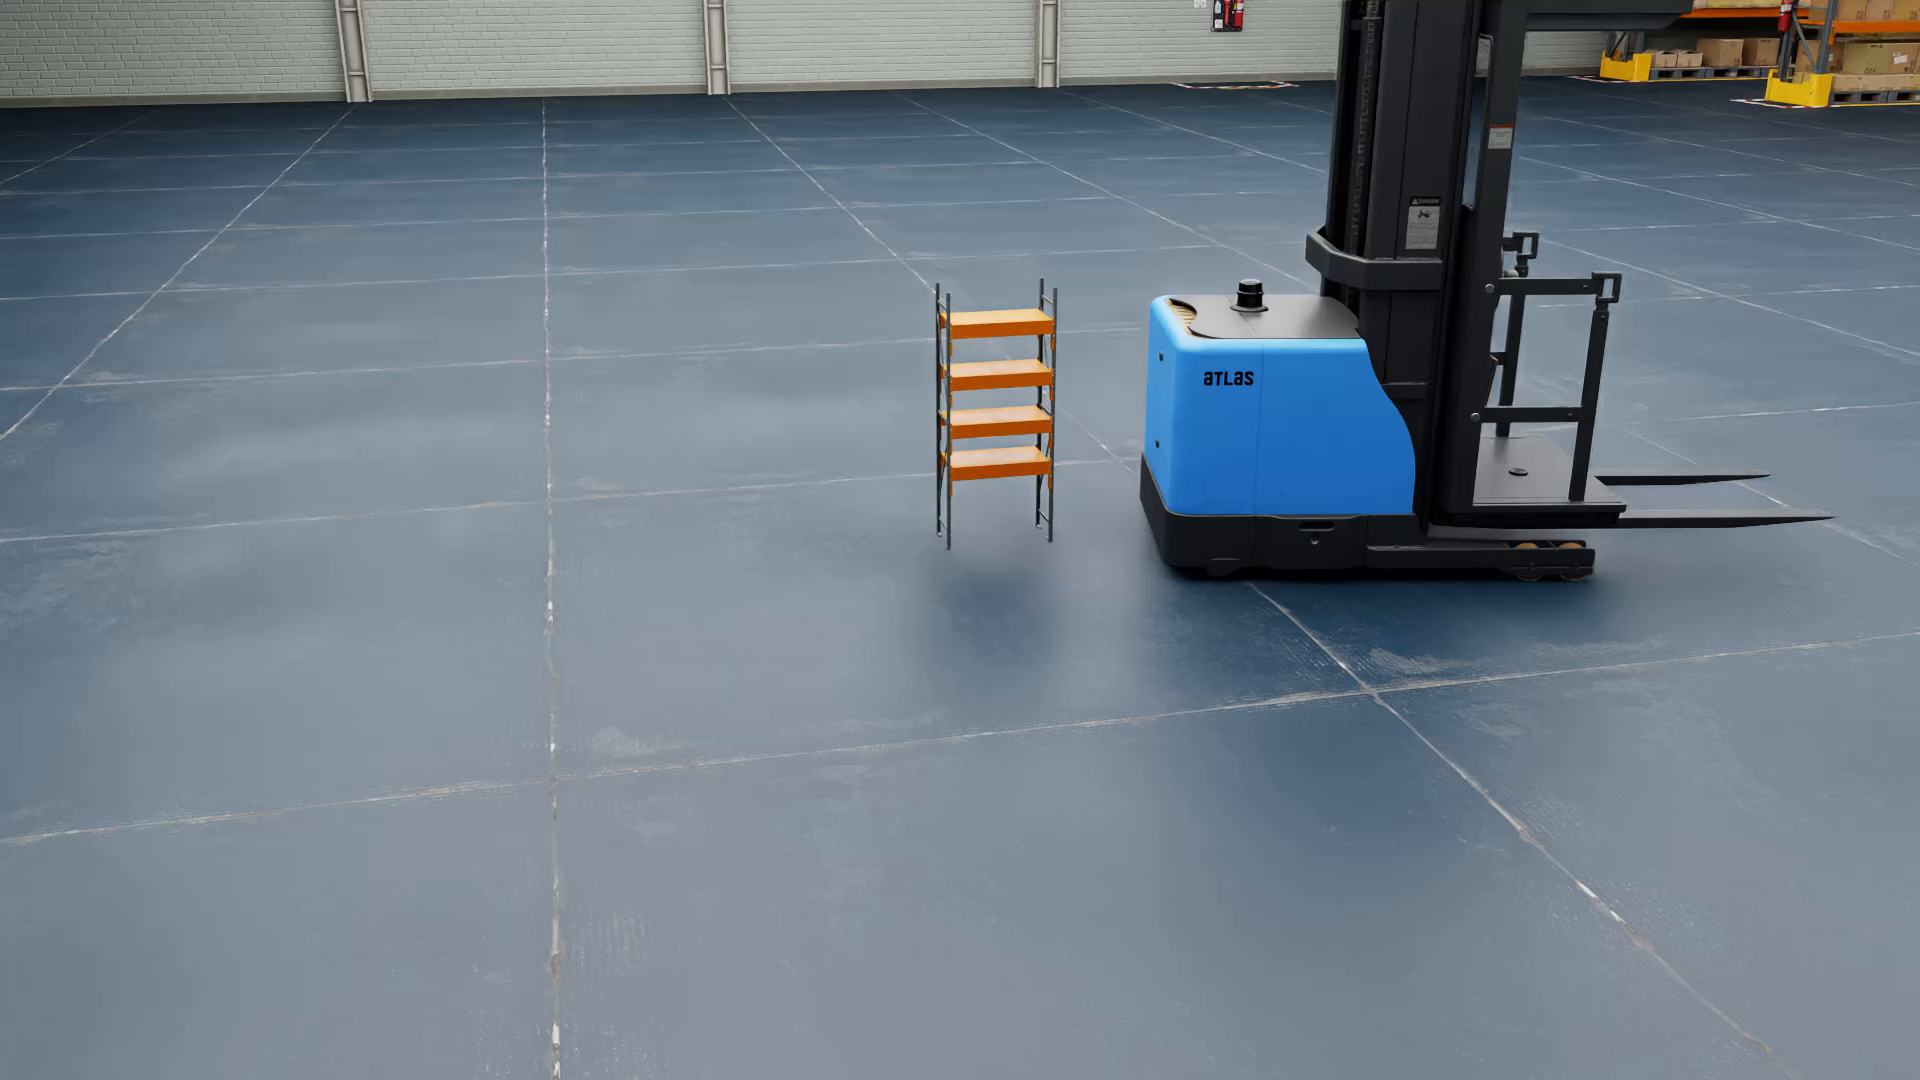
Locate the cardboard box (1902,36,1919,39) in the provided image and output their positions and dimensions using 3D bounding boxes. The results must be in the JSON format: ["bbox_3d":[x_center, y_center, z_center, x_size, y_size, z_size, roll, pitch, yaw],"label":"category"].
[{"bbox_3d":[18.879,-9.887,33.439,0.500,0.500,0.700,-5,21,-13],"label":"cardboard box"}]

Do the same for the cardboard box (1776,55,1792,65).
[{"bbox_3d":[16.167,-9.486,32.830,0.250,0.166,0.380,-7,21,-20],"label":"cardboard box"}]

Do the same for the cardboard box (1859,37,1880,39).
[{"bbox_3d":[17.884,-9.817,33.248,0.500,0.500,0.700,-5,21,-14],"label":"cardboard box"}]

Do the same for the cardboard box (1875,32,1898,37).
[{"bbox_3d":[18.326,-10.190,33.175,0.500,0.250,0.500,-5,21,-14],"label":"cardboard box"}]

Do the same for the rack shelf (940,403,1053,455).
[{"bbox_3d":[0.161,-0.513,7.667,0.480,0.148,0.258,-5,21,-12],"label":"rack shelf"}]

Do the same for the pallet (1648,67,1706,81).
[{"bbox_3d":[13.661,-9.095,32.337,1.213,0.211,1.003,-5,21,-12],"label":"pallet"}]

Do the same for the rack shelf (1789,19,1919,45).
[{"bbox_3d":[15.878,-8.509,27.727,4.000,0.370,1.077,-5,21,-12],"label":"rack shelf"}]

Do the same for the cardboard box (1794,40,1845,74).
[{"bbox_3d":[14.385,-8.088,27.831,0.500,0.500,0.500,-5,21,-12],"label":"cardboard box"}]

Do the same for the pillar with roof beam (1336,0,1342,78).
[{"bbox_3d":[8.422,-11.592,26.377,0.400,9.000,9.100,-5,21,-12],"label":"pillar with roof beam"}]

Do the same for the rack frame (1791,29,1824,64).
[{"bbox_3d":[16.681,-10.663,32.562,0.127,3.000,1.000,-5,21,-12],"label":"rack frame"}]

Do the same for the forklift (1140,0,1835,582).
[{"bbox_3d":[2.406,-1.377,7.312,3.031,2.935,1.130,0,20,-1],"label":"forklift"}]

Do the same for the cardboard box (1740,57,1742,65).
[{"bbox_3d":[15.119,-9.411,32.649,0.250,0.149,0.380,-6,21,-17],"label":"cardboard box"}]

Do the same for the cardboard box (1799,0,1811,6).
[{"bbox_3d":[16.289,-10.463,32.205,0.500,0.250,0.500,-5,21,-12],"label":"cardboard box"}]

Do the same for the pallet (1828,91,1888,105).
[{"bbox_3d":[14.666,-7.453,27.855,1.213,0.211,1.003,-5,21,-12],"label":"pallet"}]

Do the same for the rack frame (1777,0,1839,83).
[{"bbox_3d":[13.931,-8.688,27.172,0.127,3.000,1.000,-5,21,-12],"label":"rack frame"}]

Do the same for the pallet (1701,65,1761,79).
[{"bbox_3d":[14.845,-9.191,32.597,1.213,0.211,1.003,-5,21,-12],"label":"pallet"}]

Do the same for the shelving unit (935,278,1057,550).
[{"bbox_3d":[0.161,-0.576,7.644,0.503,1.200,0.258,-5,21,-12],"label":"shelving unit"}]

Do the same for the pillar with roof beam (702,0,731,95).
[{"bbox_3d":[-3.256,-10.642,23.784,0.400,9.000,9.100,-5,21,-12],"label":"pillar with roof beam"}]

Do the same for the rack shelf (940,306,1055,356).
[{"bbox_3d":[0.161,-0.945,7.509,0.480,0.148,0.258,-5,21,-12],"label":"rack shelf"}]

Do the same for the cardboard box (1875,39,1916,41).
[{"bbox_3d":[15.841,-8.212,28.167,0.500,0.500,0.500,-5,21,-12],"label":"cardboard box"}]

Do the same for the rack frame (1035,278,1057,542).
[{"bbox_3d":[0.399,-0.596,7.697,0.015,1.200,0.240,-5,21,-12],"label":"rack frame"}]

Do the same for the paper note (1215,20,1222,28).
[{"bbox_3d":[4.829,-9.629,31.020,0.142,0.148,0.016,-5,21,-12],"label":"paper note"}]

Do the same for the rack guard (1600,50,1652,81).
[{"bbox_3d":[12.862,-9.178,32.144,0.348,0.500,1.175,-5,21,-12],"label":"rack guard"}]

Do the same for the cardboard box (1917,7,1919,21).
[{"bbox_3d":[15.895,-8.891,27.581,0.500,0.500,0.700,-4,21,-11],"label":"cardboard box"}]

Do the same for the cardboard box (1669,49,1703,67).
[{"bbox_3d":[14.037,-9.360,32.275,0.500,0.311,0.500,-3,20,-8],"label":"cardboard box"}]

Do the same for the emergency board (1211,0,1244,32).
[{"bbox_3d":[5.017,-10.033,30.844,0.643,1.169,0.194,-5,21,-12],"label":"emergency board"}]

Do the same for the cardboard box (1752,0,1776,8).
[{"bbox_3d":[15.317,-10.381,31.982,0.500,0.250,0.500,-5,21,-13],"label":"cardboard box"}]

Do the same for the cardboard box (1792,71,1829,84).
[{"bbox_3d":[14.385,-7.736,27.958,0.500,0.250,0.500,-5,21,-12],"label":"cardboard box"}]

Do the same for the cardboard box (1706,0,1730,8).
[{"bbox_3d":[14.335,-10.302,31.765,0.500,0.250,0.500,-5,21,-13],"label":"cardboard box"}]

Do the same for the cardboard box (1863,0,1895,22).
[{"bbox_3d":[14.899,-8.811,27.361,0.500,0.500,0.700,-4,21,-11],"label":"cardboard box"}]

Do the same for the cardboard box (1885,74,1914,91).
[{"bbox_3d":[15.477,-7.642,27.704,0.500,0.250,0.500,-5,21,-12],"label":"cardboard box"}]

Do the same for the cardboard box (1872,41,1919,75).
[{"bbox_3d":[15.474,-7.998,27.585,0.500,0.500,0.500,-5,21,-12],"label":"cardboard box"}]

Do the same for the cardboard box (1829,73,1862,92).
[{"bbox_3d":[14.504,-7.562,27.485,0.500,0.250,0.500,-5,21,-12],"label":"cardboard box"}]
